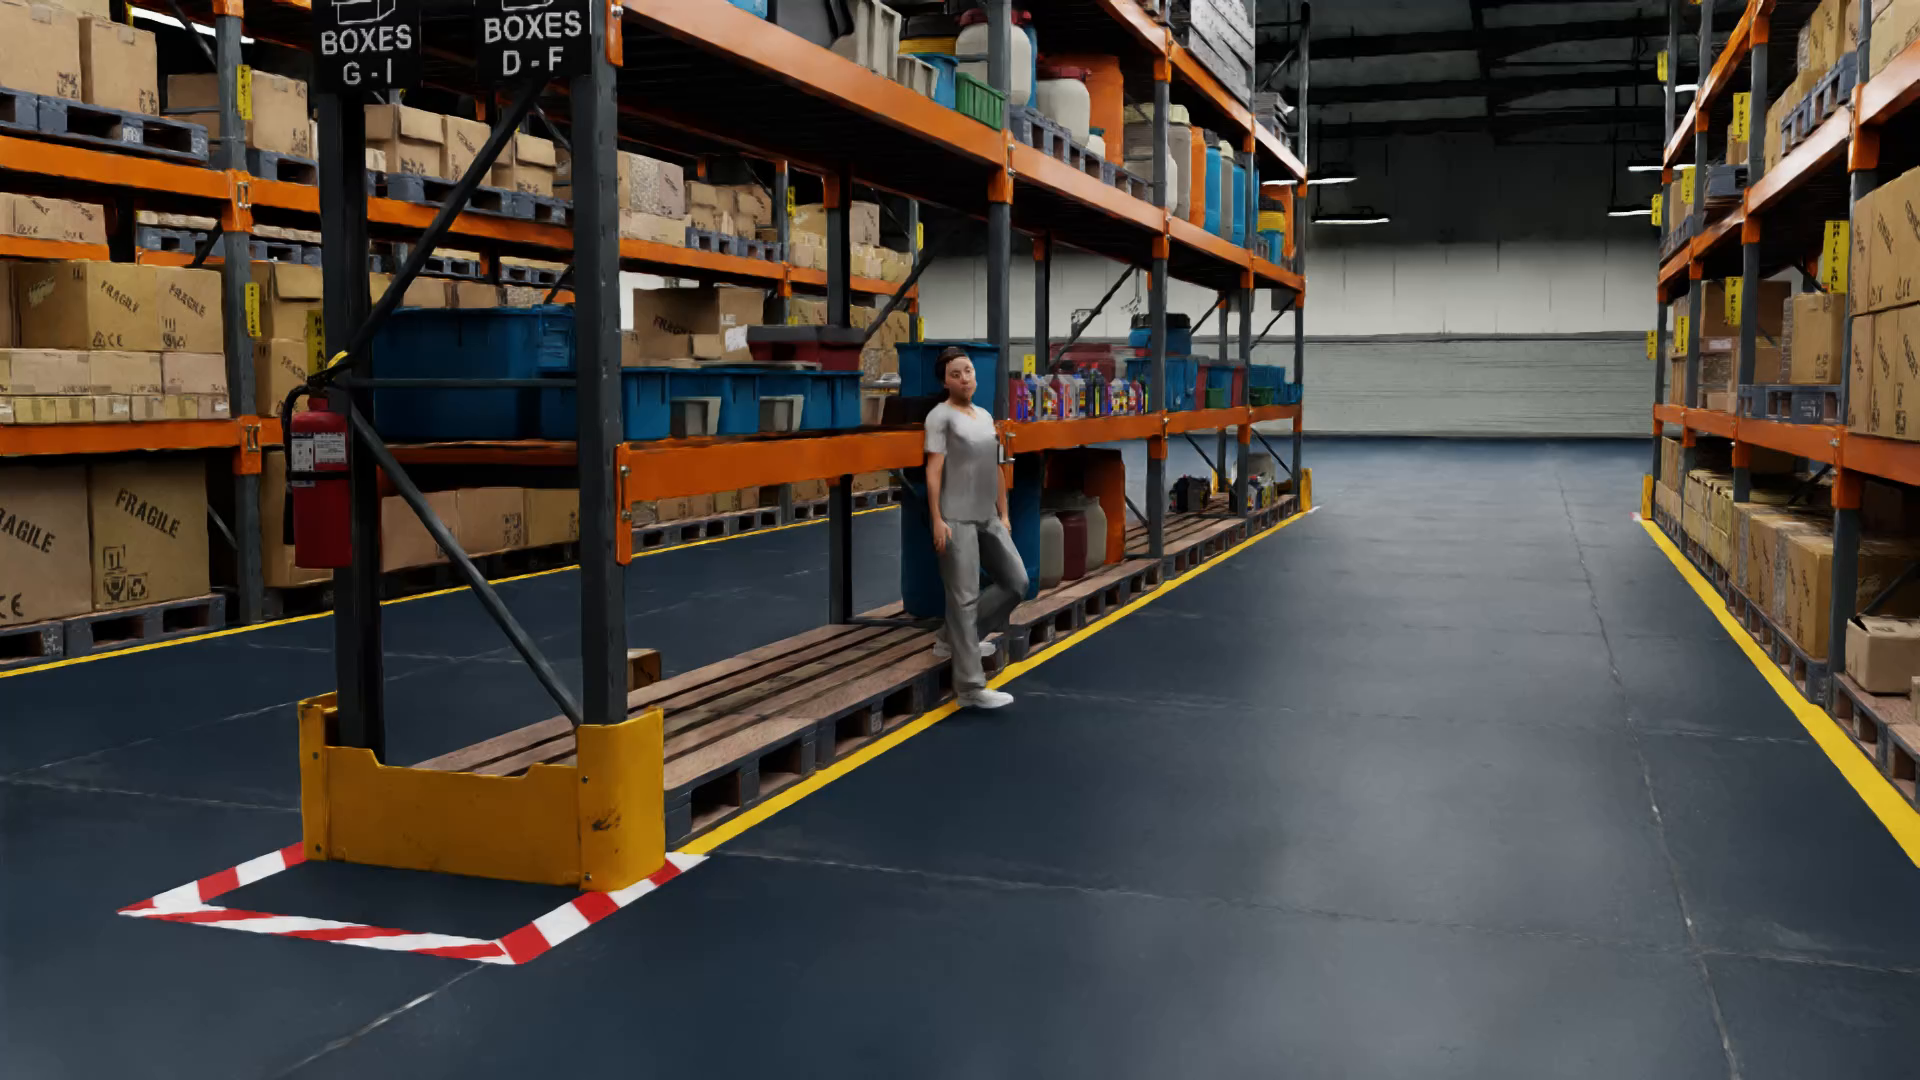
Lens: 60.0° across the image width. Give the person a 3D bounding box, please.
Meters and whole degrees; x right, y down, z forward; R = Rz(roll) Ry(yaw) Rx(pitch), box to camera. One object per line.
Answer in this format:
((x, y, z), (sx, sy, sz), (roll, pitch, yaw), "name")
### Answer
((0.057, -0.068, 7.722), (0.572, 1.656, 0.567), (4, 6, 34), "person")
